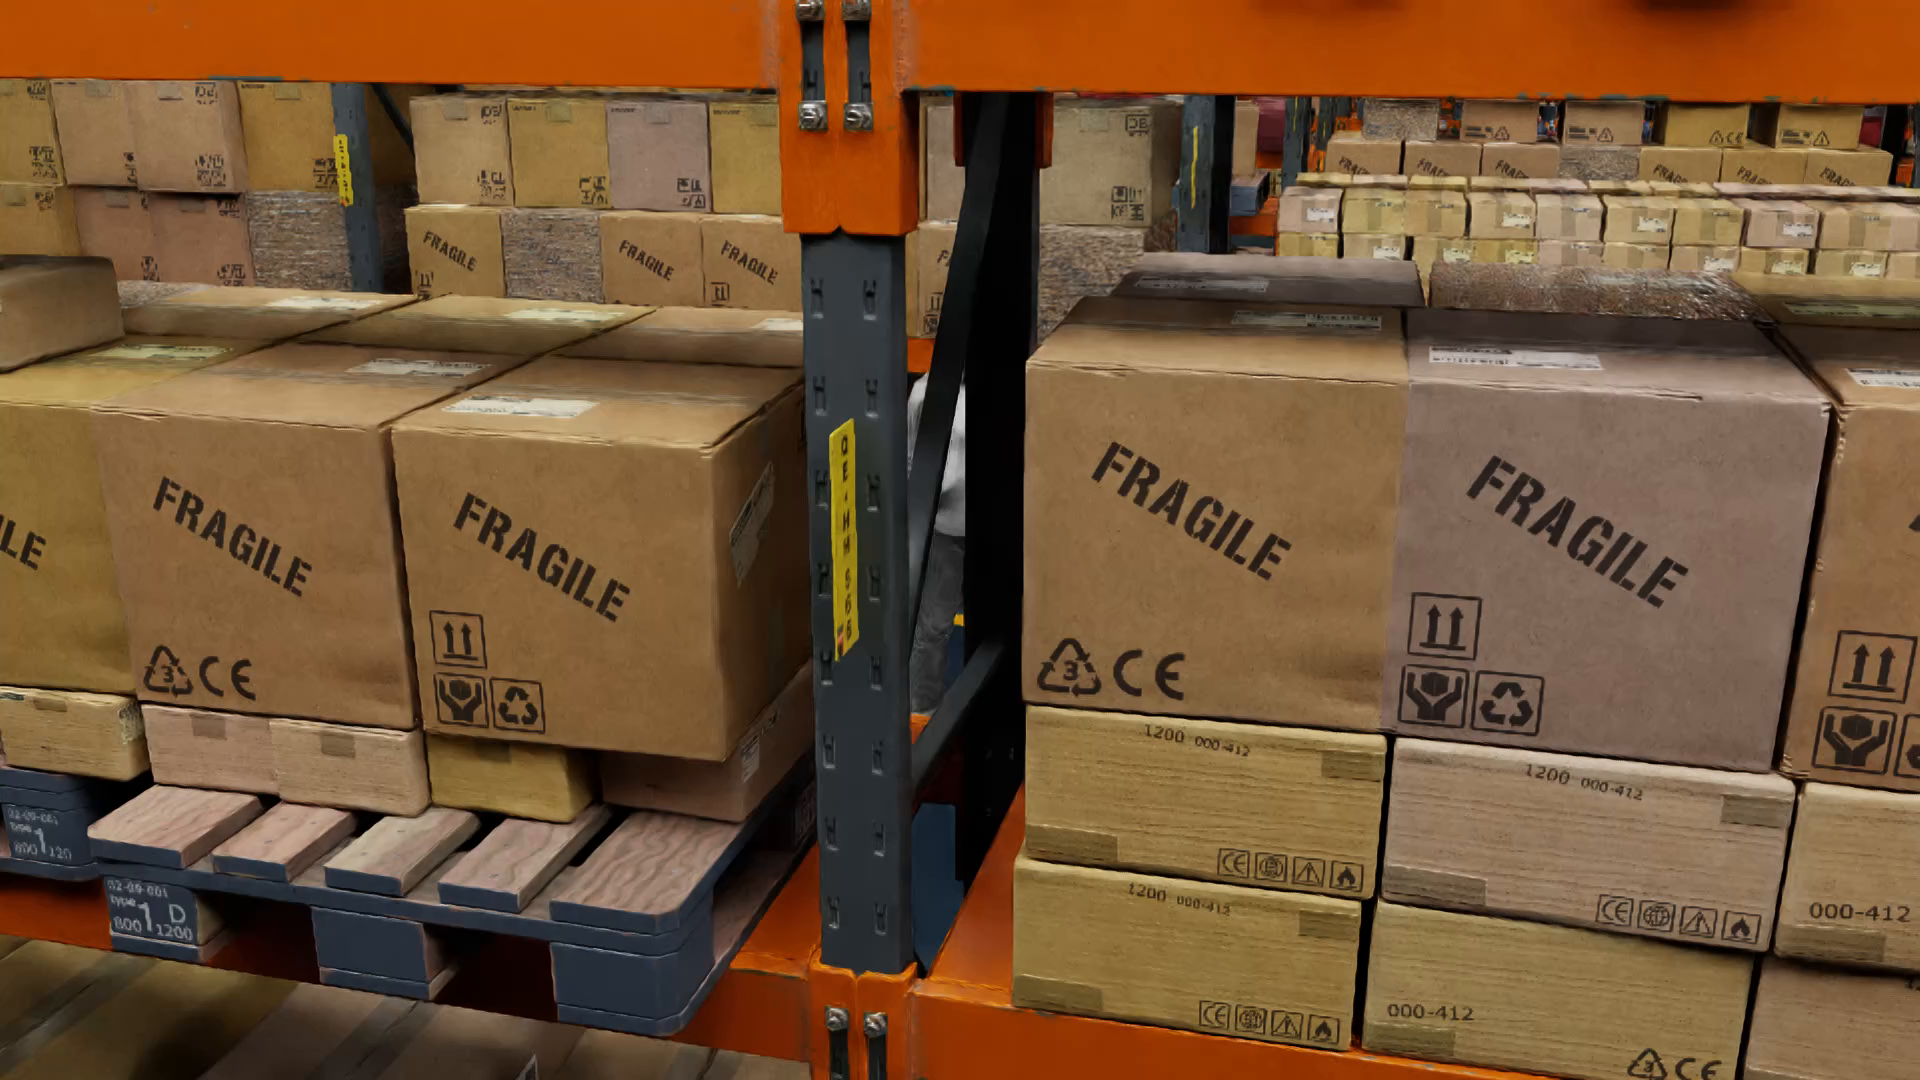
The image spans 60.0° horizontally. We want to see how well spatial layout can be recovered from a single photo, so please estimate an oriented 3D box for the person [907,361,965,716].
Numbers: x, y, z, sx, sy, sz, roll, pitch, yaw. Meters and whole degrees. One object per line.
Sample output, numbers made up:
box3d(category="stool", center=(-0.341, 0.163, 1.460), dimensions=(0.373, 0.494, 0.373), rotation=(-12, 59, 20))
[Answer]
box3d(category="person", center=(0.035, -0.072, 6.218), dimensions=(0.603, 1.758, 0.495), rotation=(-5, 19, -14))
